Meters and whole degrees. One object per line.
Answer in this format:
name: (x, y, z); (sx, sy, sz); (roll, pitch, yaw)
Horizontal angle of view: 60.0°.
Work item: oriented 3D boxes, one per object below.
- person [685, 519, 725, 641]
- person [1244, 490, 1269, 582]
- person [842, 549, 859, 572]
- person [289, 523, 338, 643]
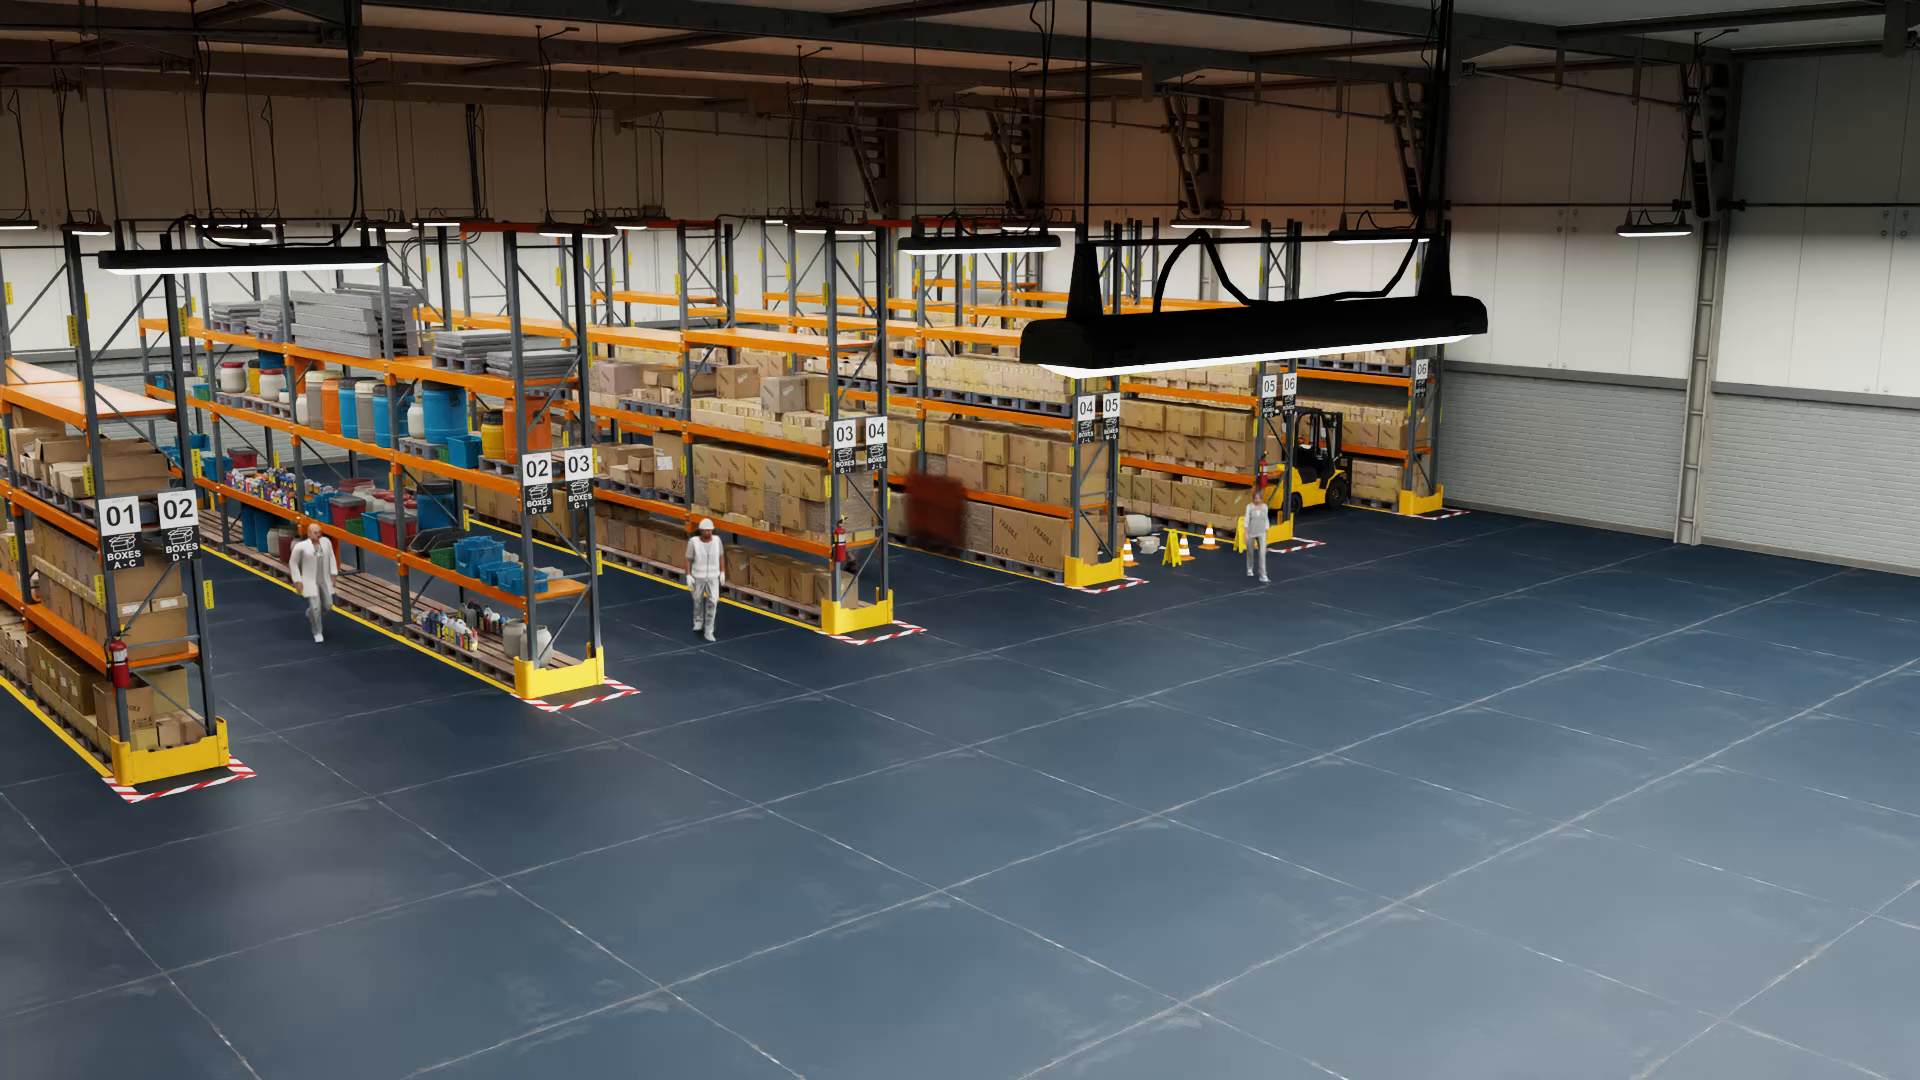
person: (-3.775, 0.571, 24.679); (0.623, 1.808, 0.723); (-4, 12, -18)
person: (5.039, -0.080, 28.266); (0.442, 1.535, 0.979); (1, 12, 7)
person: (-1.883, -0.290, 28.914); (0.565, 1.719, 0.460); (-9, 15, -39)
person: (-9.568, 0.595, 24.554); (0.723, 1.757, 0.669); (10, 15, 42)
